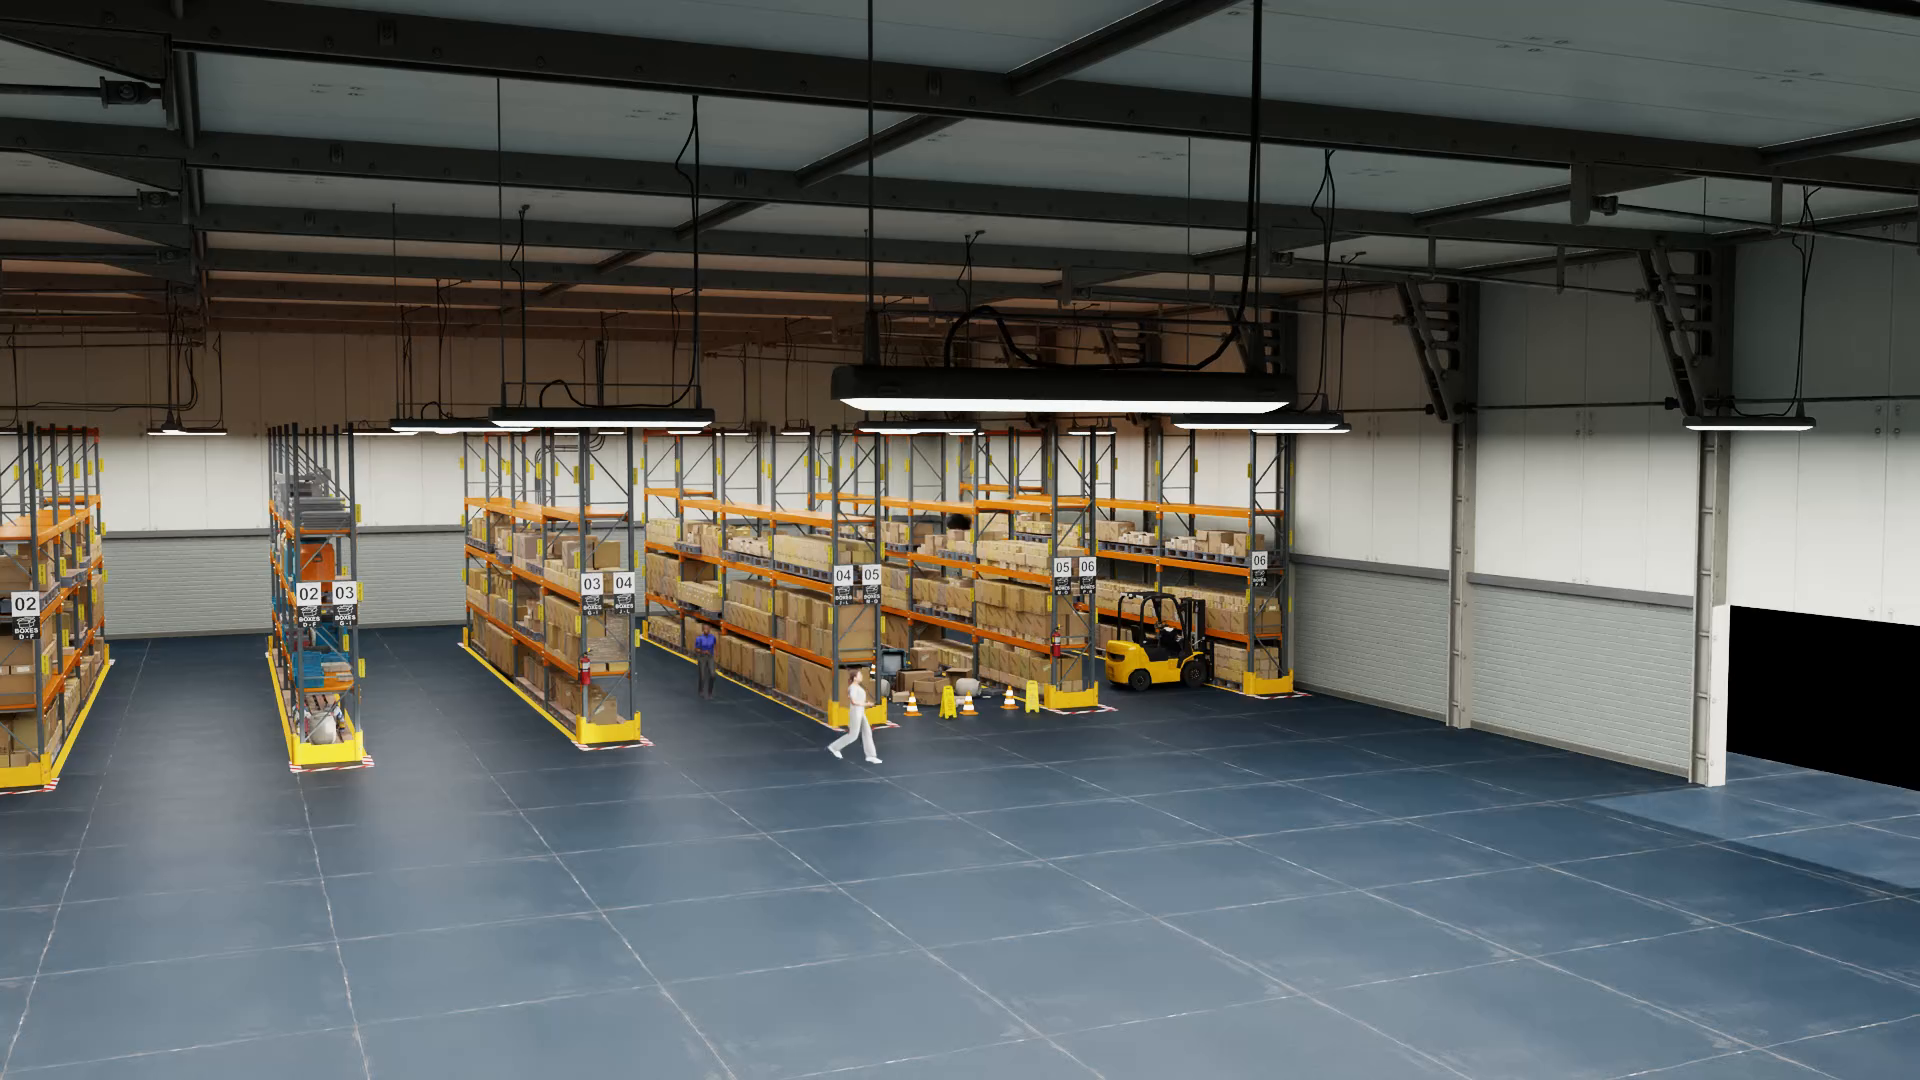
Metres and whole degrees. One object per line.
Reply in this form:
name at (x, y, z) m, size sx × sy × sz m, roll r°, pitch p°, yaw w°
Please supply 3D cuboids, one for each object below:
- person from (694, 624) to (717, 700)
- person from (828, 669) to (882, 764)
person at (-5.550, 2.686, 36.463) m, size 0.584 × 1.710 × 0.718 m, roll -2°, pitch 4°, yaw -25°
person at (-1.838, 3.094, 29.203) m, size 0.958 × 1.675 × 0.568 m, roll 0°, pitch 4°, yaw 8°
